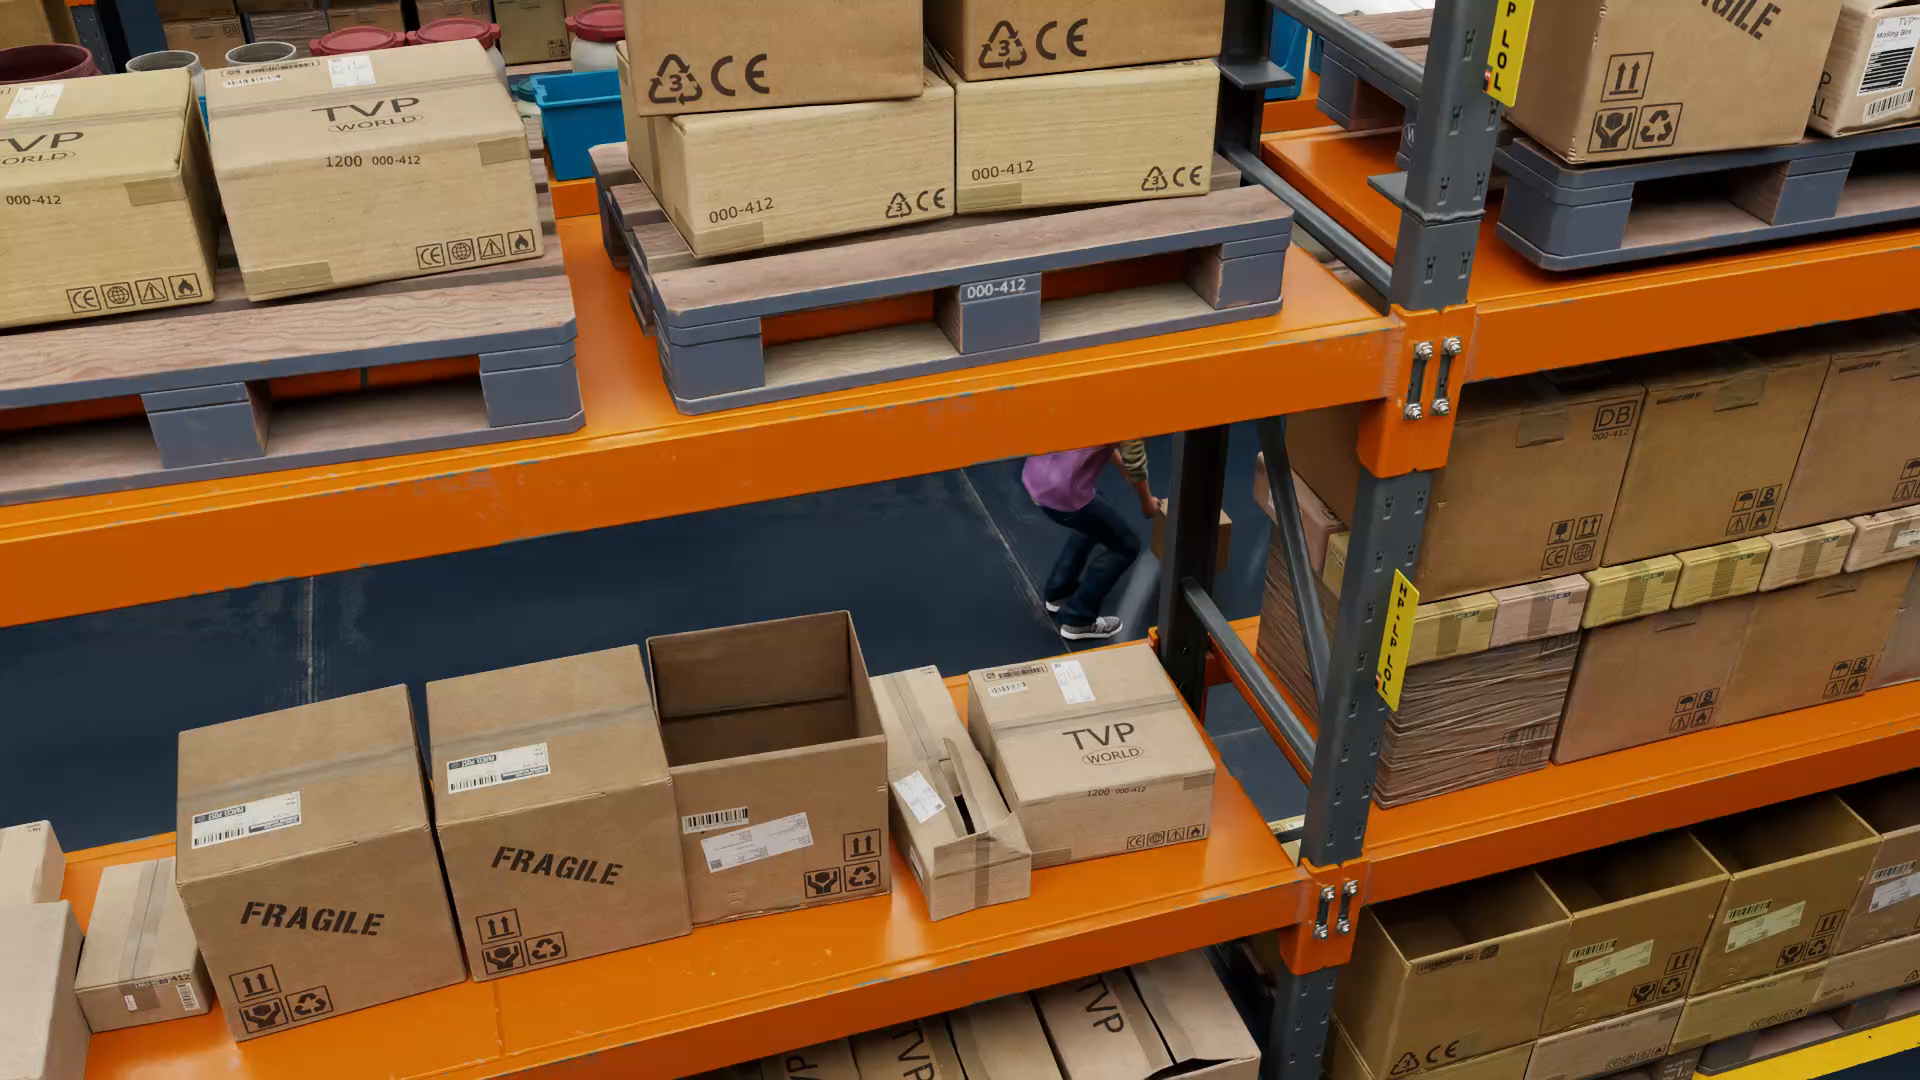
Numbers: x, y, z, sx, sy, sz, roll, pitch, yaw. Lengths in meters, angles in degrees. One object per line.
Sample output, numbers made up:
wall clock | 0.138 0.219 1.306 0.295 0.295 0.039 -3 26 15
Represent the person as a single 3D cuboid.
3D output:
person | 0.546 -0.238 6.738 0.621 1.336 0.461 -10 36 -14
